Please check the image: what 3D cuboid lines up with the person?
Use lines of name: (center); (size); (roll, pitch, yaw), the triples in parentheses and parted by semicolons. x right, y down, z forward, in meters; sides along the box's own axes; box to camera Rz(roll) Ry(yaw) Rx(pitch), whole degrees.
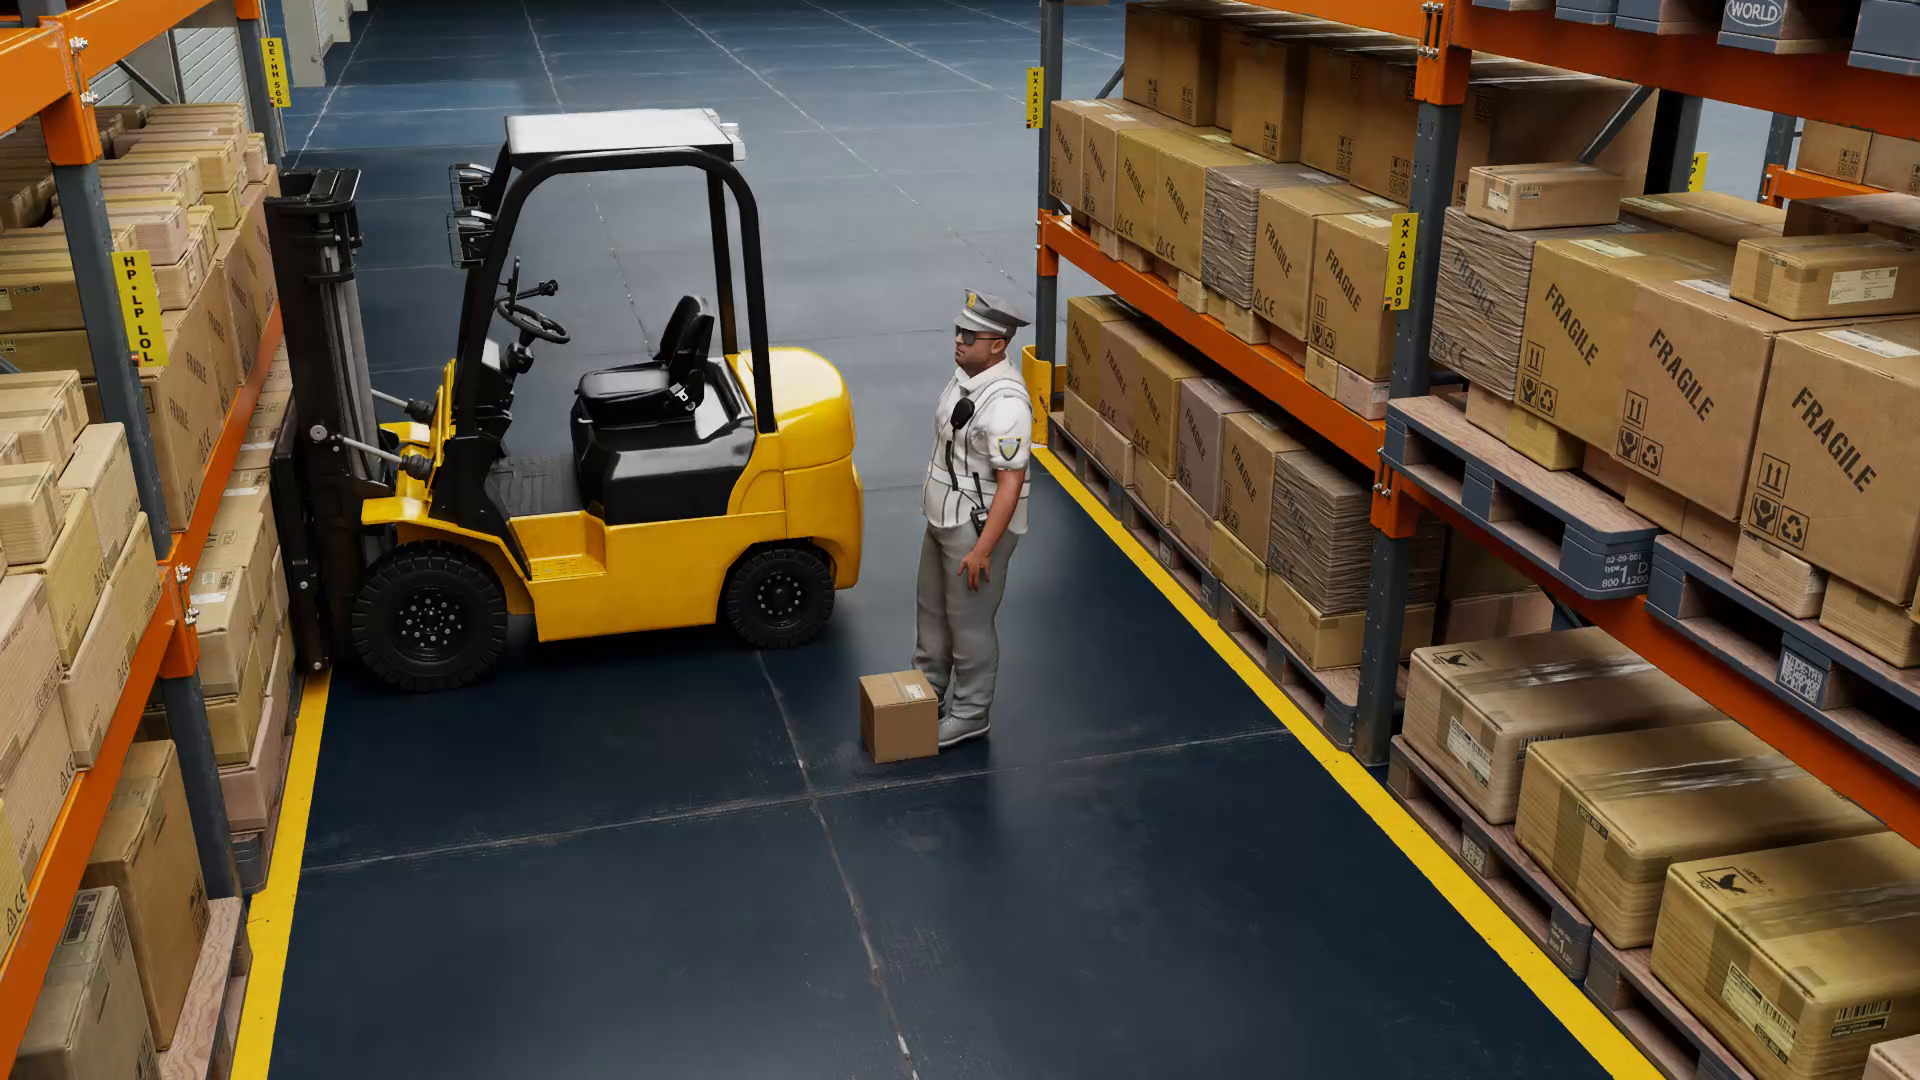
person: (-0.038, -0.069, 6.191); (0.575, 1.777, 0.640); (-6, 24, -14)
